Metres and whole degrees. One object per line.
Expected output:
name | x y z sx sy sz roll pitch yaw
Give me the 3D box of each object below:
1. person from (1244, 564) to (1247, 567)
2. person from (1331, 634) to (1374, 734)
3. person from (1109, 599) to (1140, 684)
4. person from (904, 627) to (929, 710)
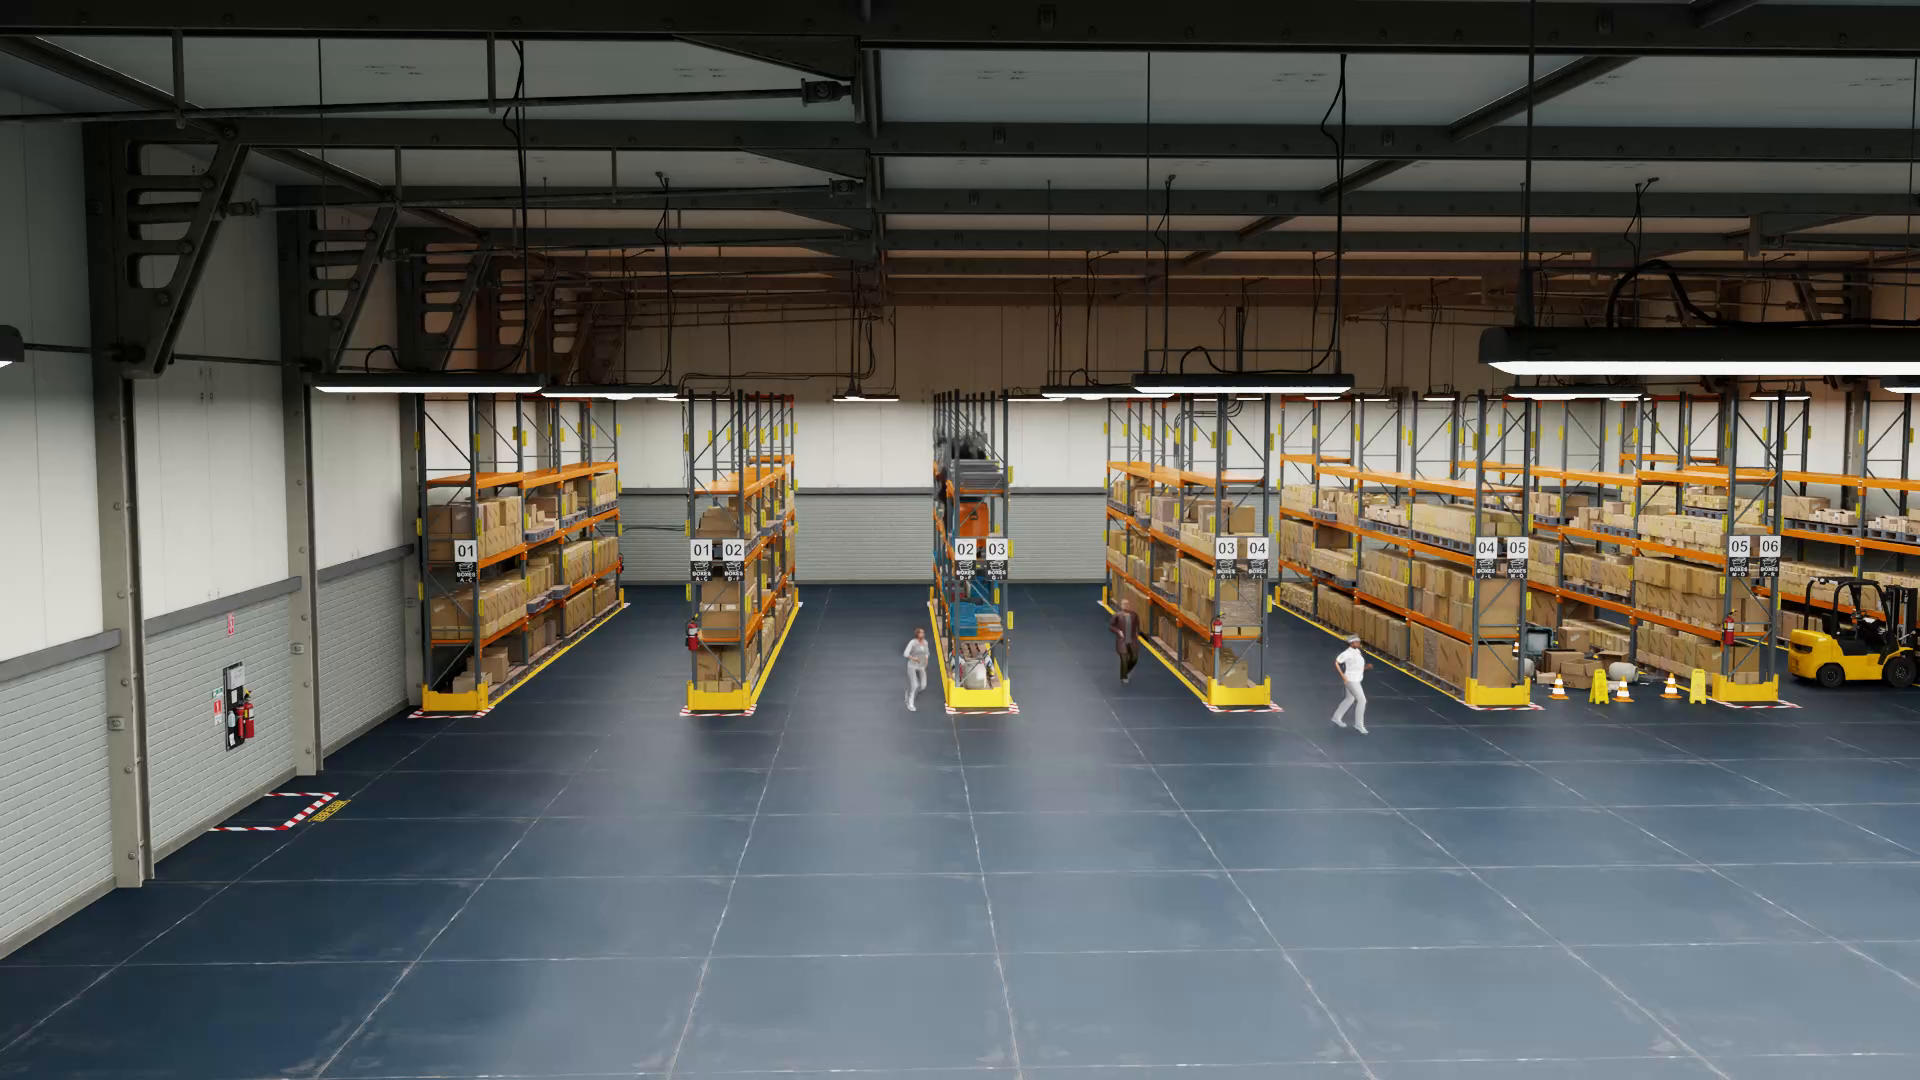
person | 7.896 1.010 47.849 0.808 1.725 0.733 4 6 40
person | 6.872 2.506 29.104 0.749 1.756 0.527 3 5 31
person | 3.410 2.078 34.031 0.703 1.729 0.653 -1 5 -12
person | -0.781 2.414 31.215 0.557 1.551 0.570 -3 5 -29
